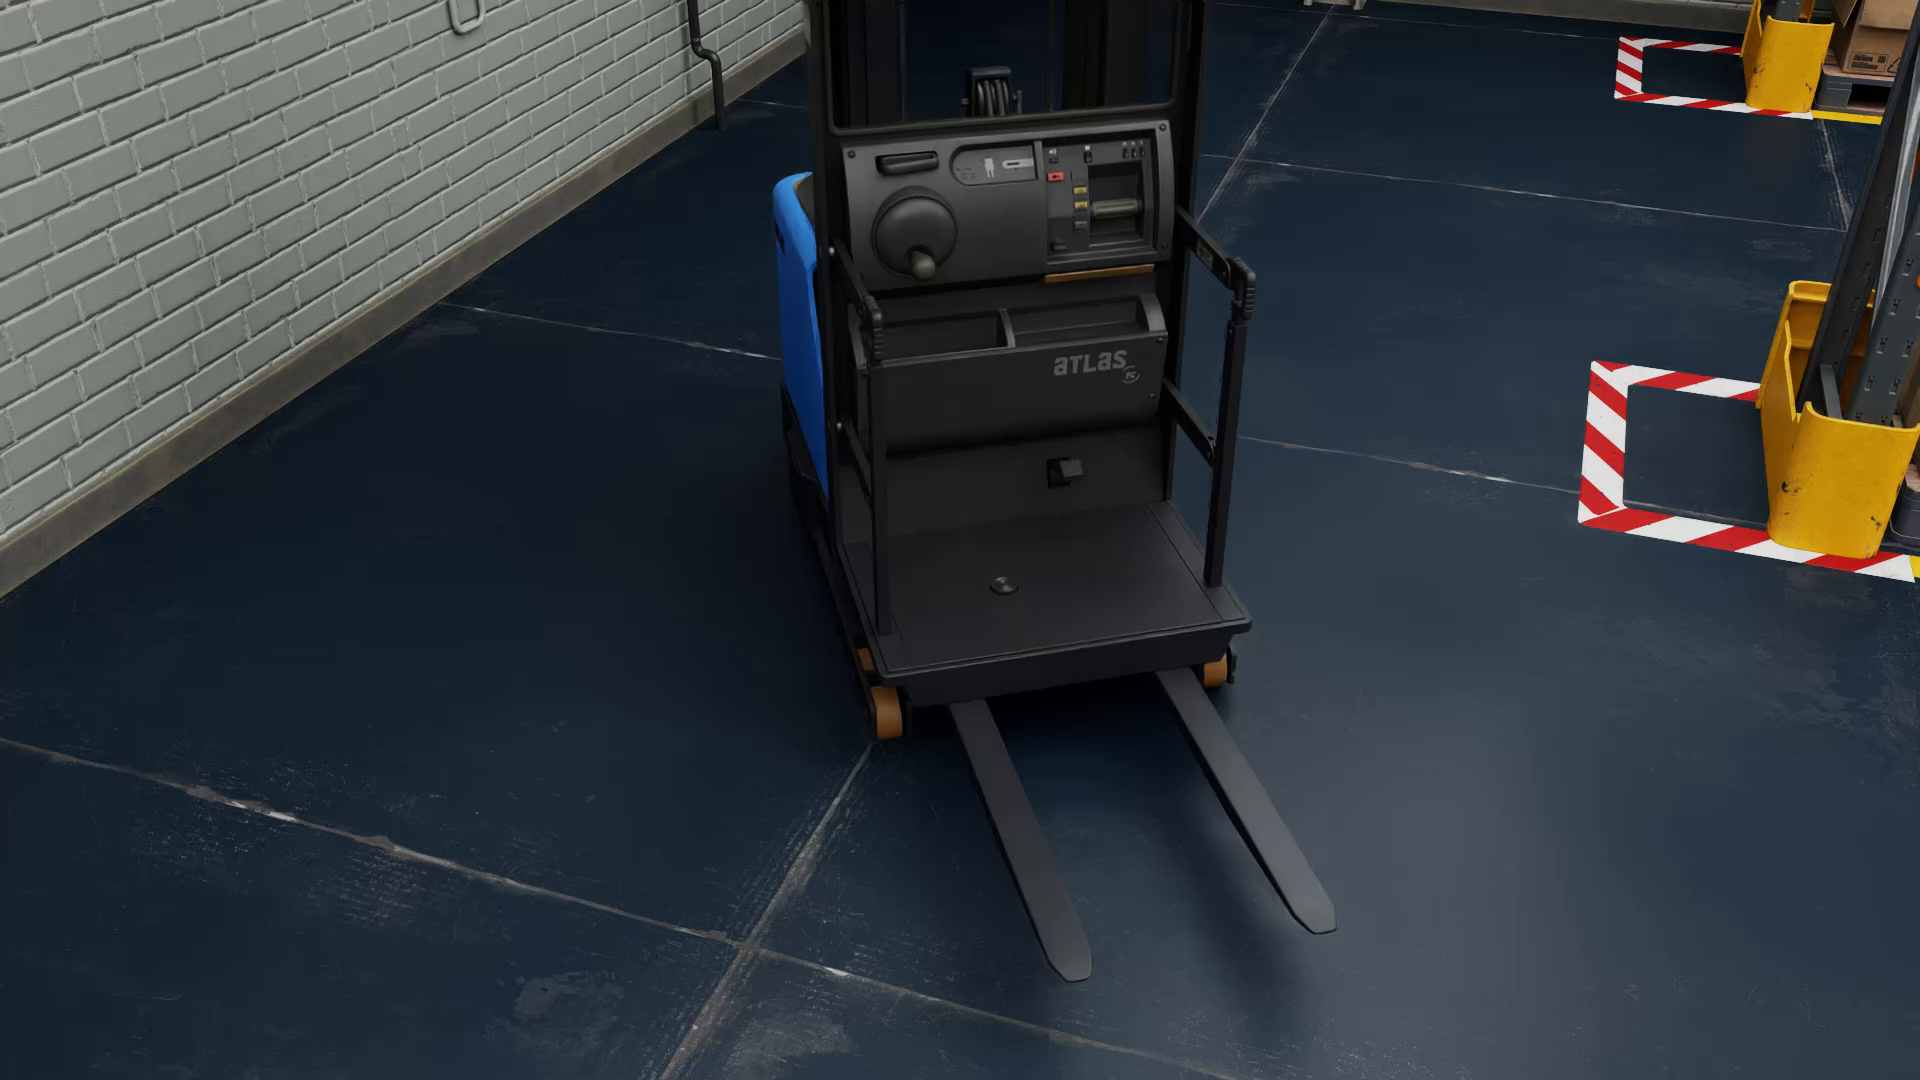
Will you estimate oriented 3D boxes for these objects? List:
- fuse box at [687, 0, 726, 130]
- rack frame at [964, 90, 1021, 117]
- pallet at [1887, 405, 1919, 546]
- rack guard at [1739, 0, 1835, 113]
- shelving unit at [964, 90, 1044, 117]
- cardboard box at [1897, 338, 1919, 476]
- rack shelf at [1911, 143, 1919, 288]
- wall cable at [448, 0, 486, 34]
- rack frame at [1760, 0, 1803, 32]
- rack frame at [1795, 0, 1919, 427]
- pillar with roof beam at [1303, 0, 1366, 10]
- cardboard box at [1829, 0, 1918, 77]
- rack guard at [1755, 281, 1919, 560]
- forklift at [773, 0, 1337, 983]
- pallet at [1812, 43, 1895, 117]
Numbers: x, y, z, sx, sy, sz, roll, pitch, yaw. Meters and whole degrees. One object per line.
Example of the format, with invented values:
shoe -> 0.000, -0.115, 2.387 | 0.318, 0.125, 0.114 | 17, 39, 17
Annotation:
fuse box -> -1.303, -3.033, 8.870 | 0.414, 1.711, 0.539 | 11, 34, 16
rack frame -> 0.120, -1.111, 6.364 | 0.240, 1.200, 0.006 | -17, 37, -25
pallet -> 3.946, -0.230, 5.912 | 1.213, 0.211, 1.003 | 11, 34, 16
rack guard -> 4.910, -2.979, 9.903 | 0.348, 0.500, 1.175 | 11, 34, 16
shelving unit -> 0.166, -1.068, 6.298 | 0.258, 1.200, 0.189 | -17, 37, -25
cardboard box -> 3.822, -0.538, 5.793 | 0.875, 0.438, 0.875 | 10, 34, 15
rack shelf -> 5.050, -0.840, 4.949 | 4.000, 0.370, 1.077 | 11, 34, 16
wall cable -> -2.149, -2.968, 6.616 | 0.123, 1.953, 0.585 | 11, 34, 16
rack frame -> 4.838, -4.043, 9.247 | 0.127, 3.000, 1.000 | 11, 34, 16
rack frame -> 3.167, -1.508, 5.320 | 0.127, 3.000, 1.000 | 11, 34, 16
pillar with roof beam -> 1.152, -5.319, 5.692 | 0.400, 9.000, 9.100 | 11, 34, 16
cardboard box -> 5.382, -3.011, 9.562 | 0.637, 0.503, 0.797 | 10, 34, 15
rack guard -> 3.145, -0.462, 6.005 | 0.348, 0.500, 1.175 | 11, 34, 16
forklift -> 0.197, -0.879, 4.409 | 1.130, 2.935, 3.031 | -8, 34, -12
pallet -> 5.661, -2.712, 9.757 | 1.213, 0.211, 1.003 | 11, 34, 16
